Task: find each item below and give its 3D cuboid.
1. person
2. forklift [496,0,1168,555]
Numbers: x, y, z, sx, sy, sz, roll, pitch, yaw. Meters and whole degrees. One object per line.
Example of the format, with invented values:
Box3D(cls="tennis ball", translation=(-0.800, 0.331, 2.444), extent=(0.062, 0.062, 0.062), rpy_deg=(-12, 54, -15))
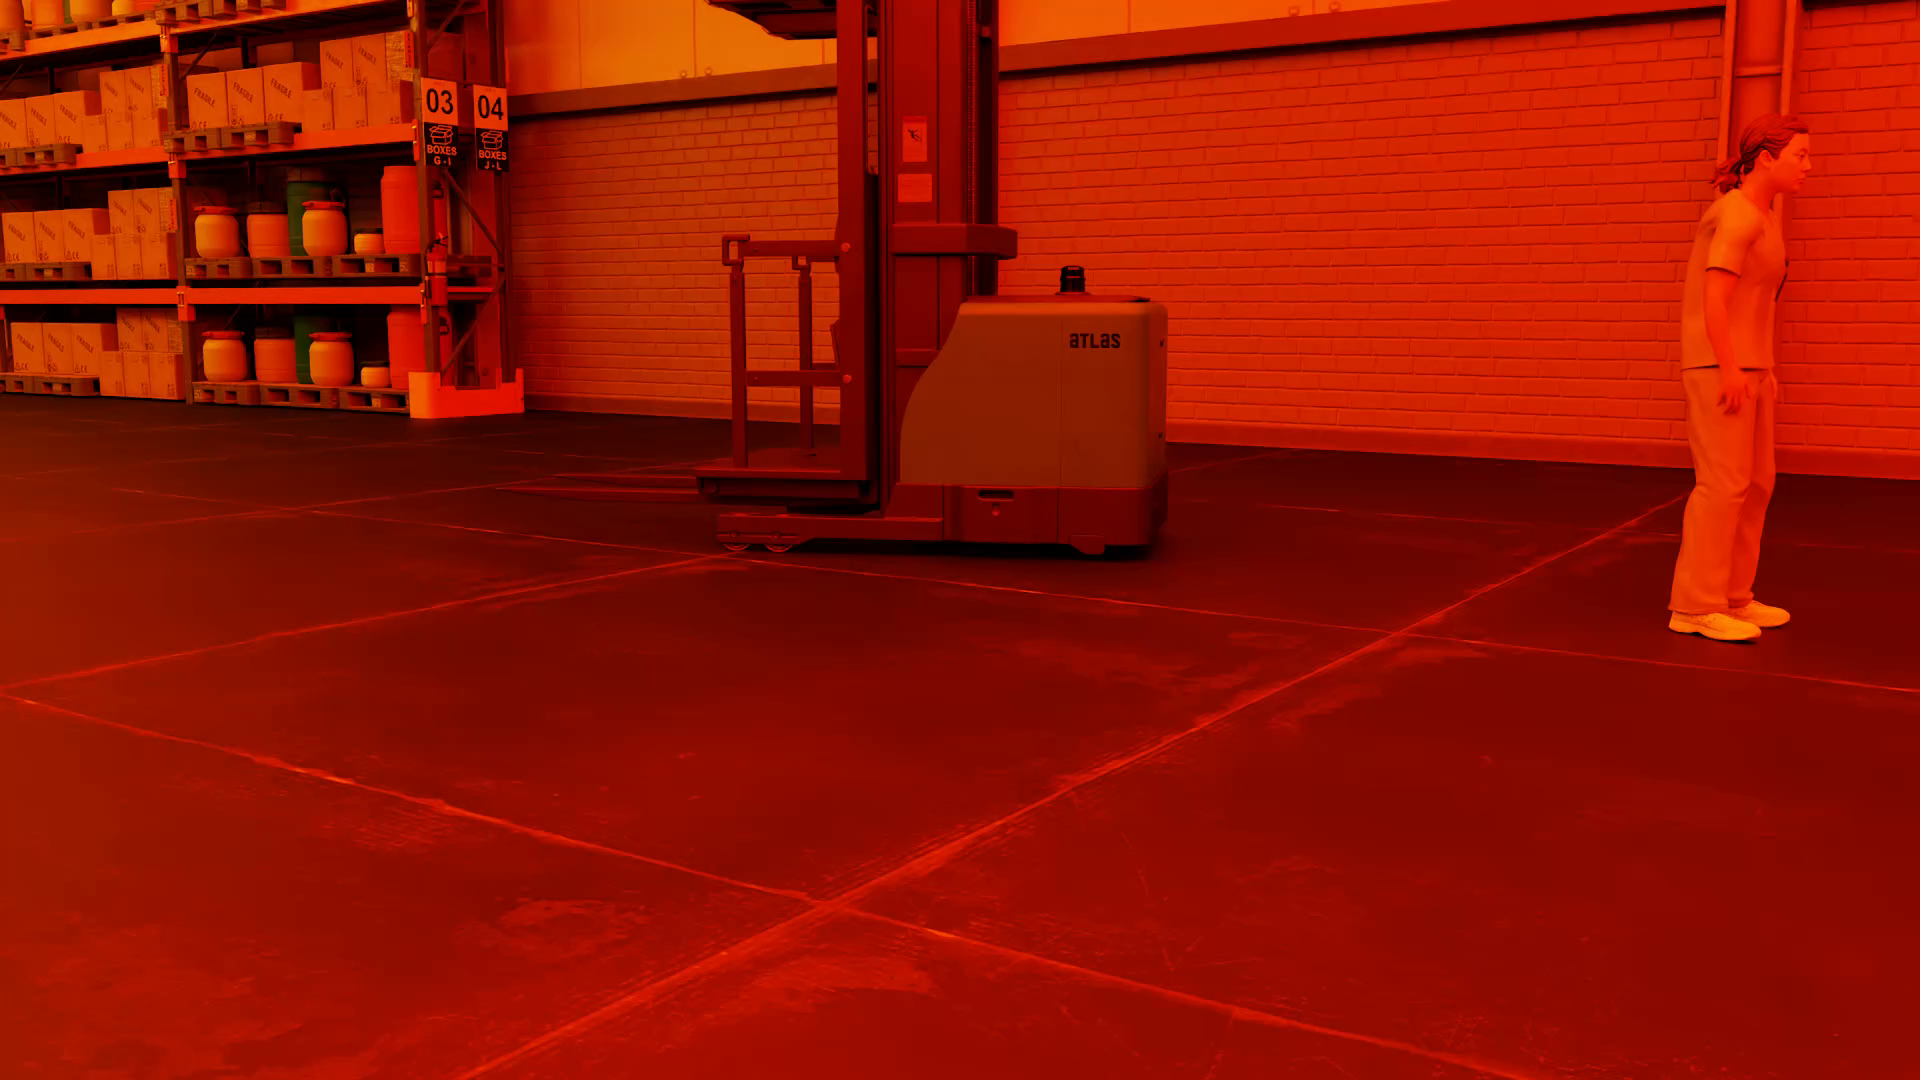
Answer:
Box3D(cls="person", translation=(2.542, -0.533, 5.429), extent=(0.353, 1.667, 0.504), rpy_deg=(7, 10, 39))
Box3D(cls="forklift", translation=(-0.596, -1.469, 7.520), extent=(3.031, 2.935, 1.130), rpy_deg=(2, 8, 12))
